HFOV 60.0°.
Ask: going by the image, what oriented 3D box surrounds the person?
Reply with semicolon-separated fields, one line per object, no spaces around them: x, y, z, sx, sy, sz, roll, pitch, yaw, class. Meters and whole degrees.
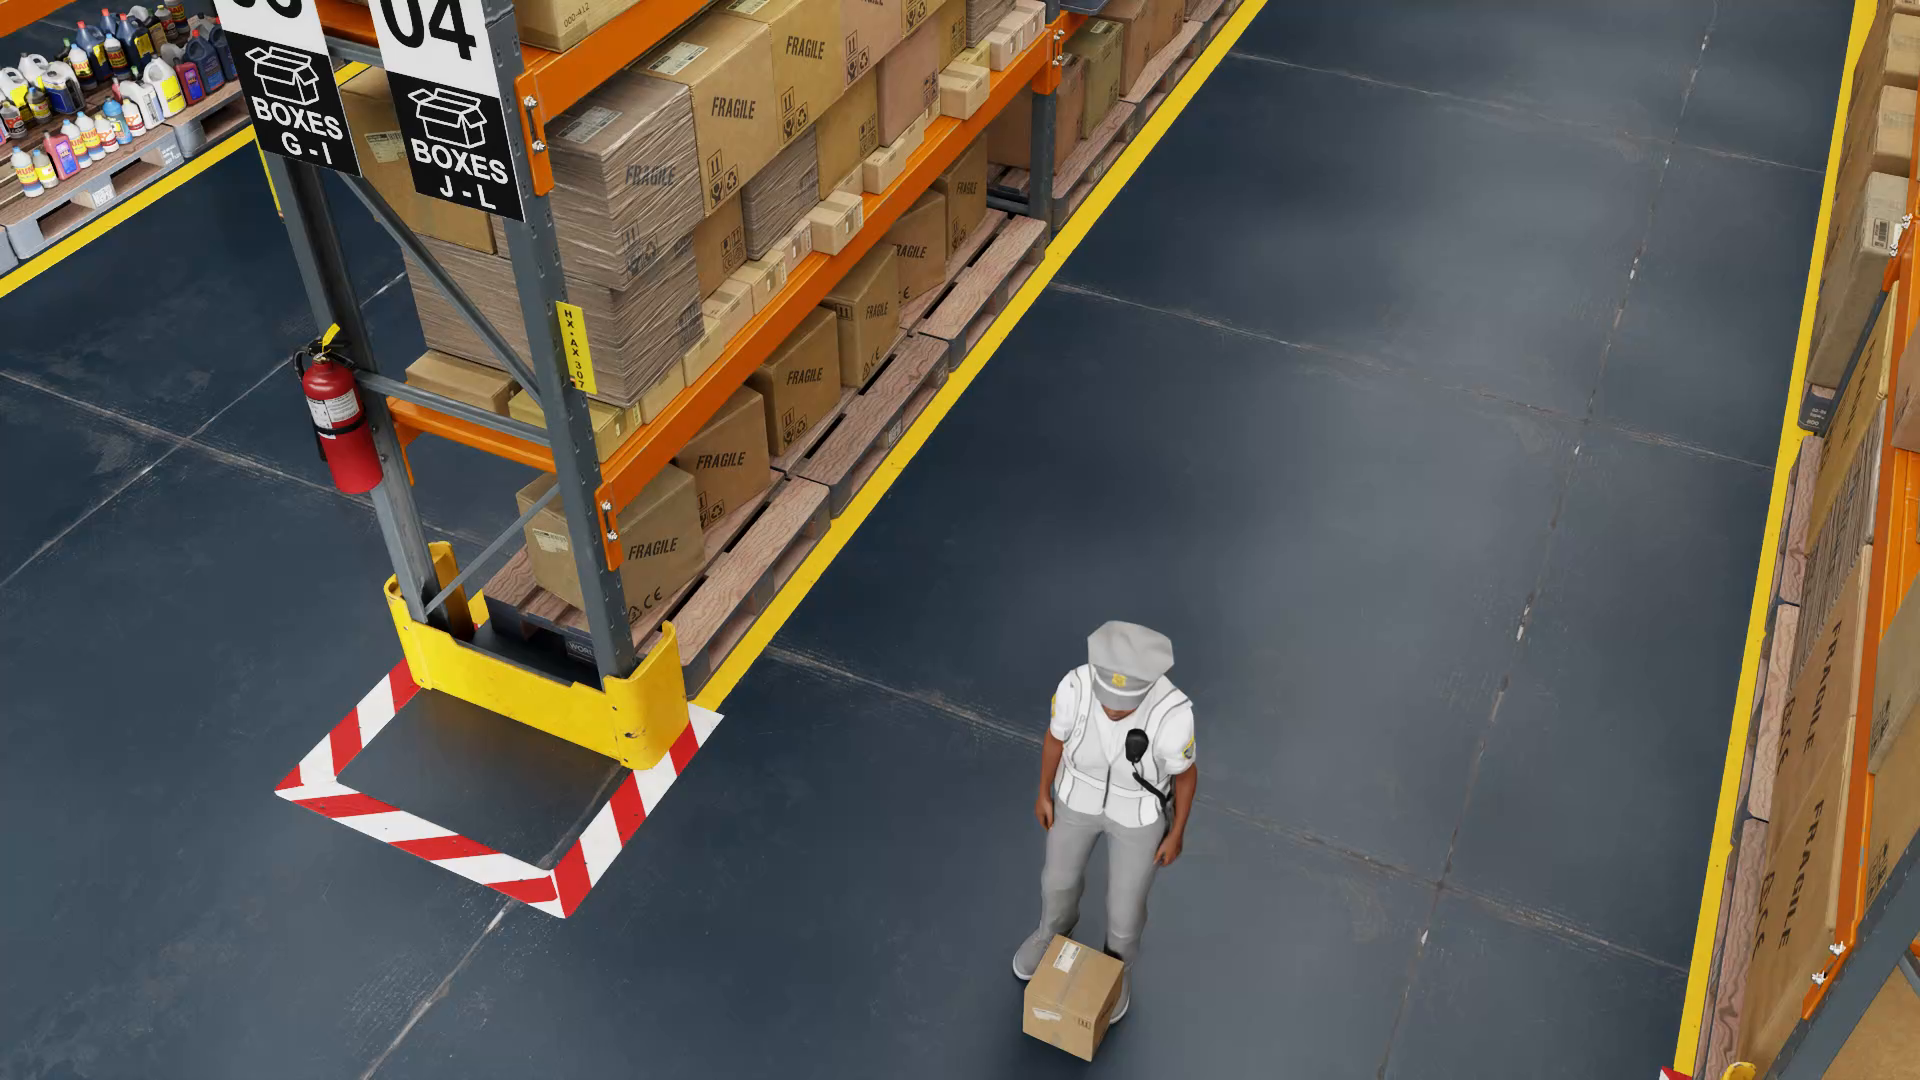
0.458;0.862;5.214;0.514;1.656;0.426;16;45;17;person
